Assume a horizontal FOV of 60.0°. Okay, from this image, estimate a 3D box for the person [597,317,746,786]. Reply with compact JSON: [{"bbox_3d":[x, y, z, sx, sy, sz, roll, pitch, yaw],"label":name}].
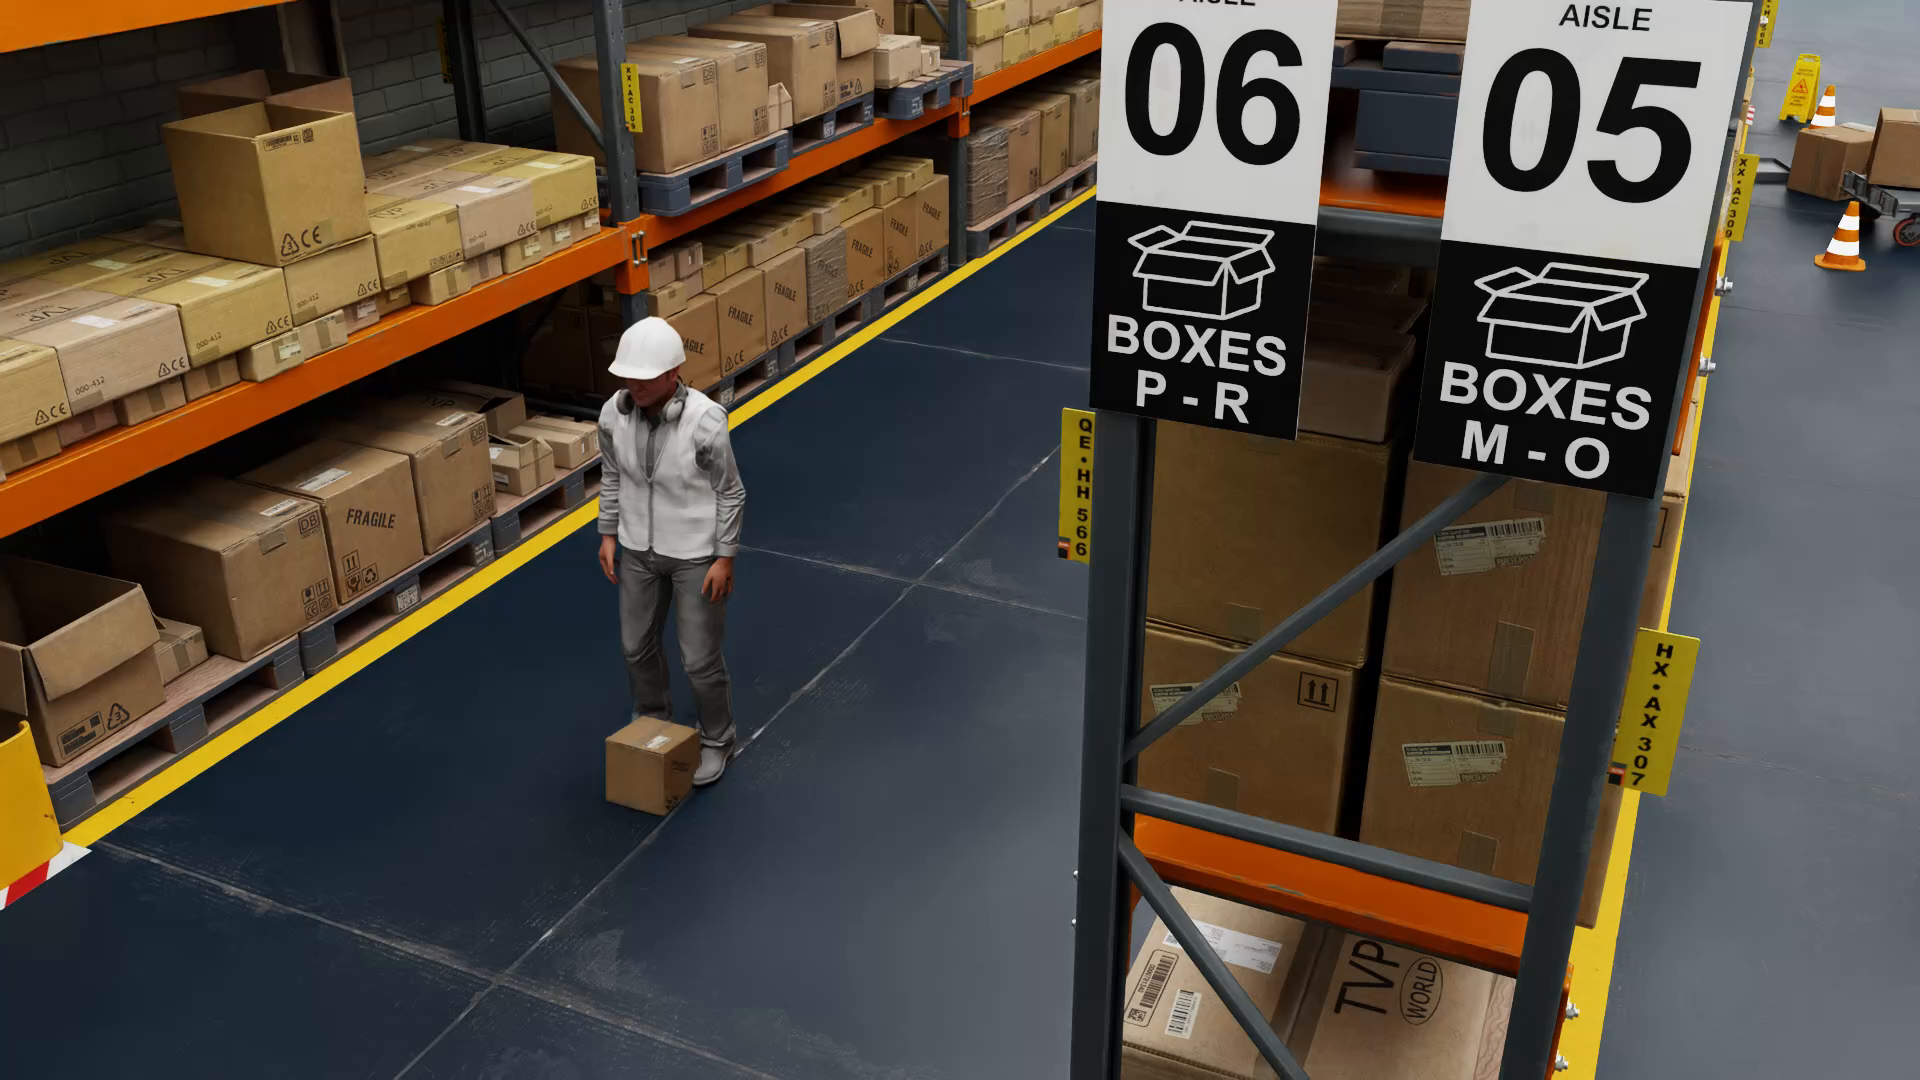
[{"bbox_3d":[-1.042,0.031,6.018,0.570,1.772,0.456,10,28,20],"label":"person"}]
